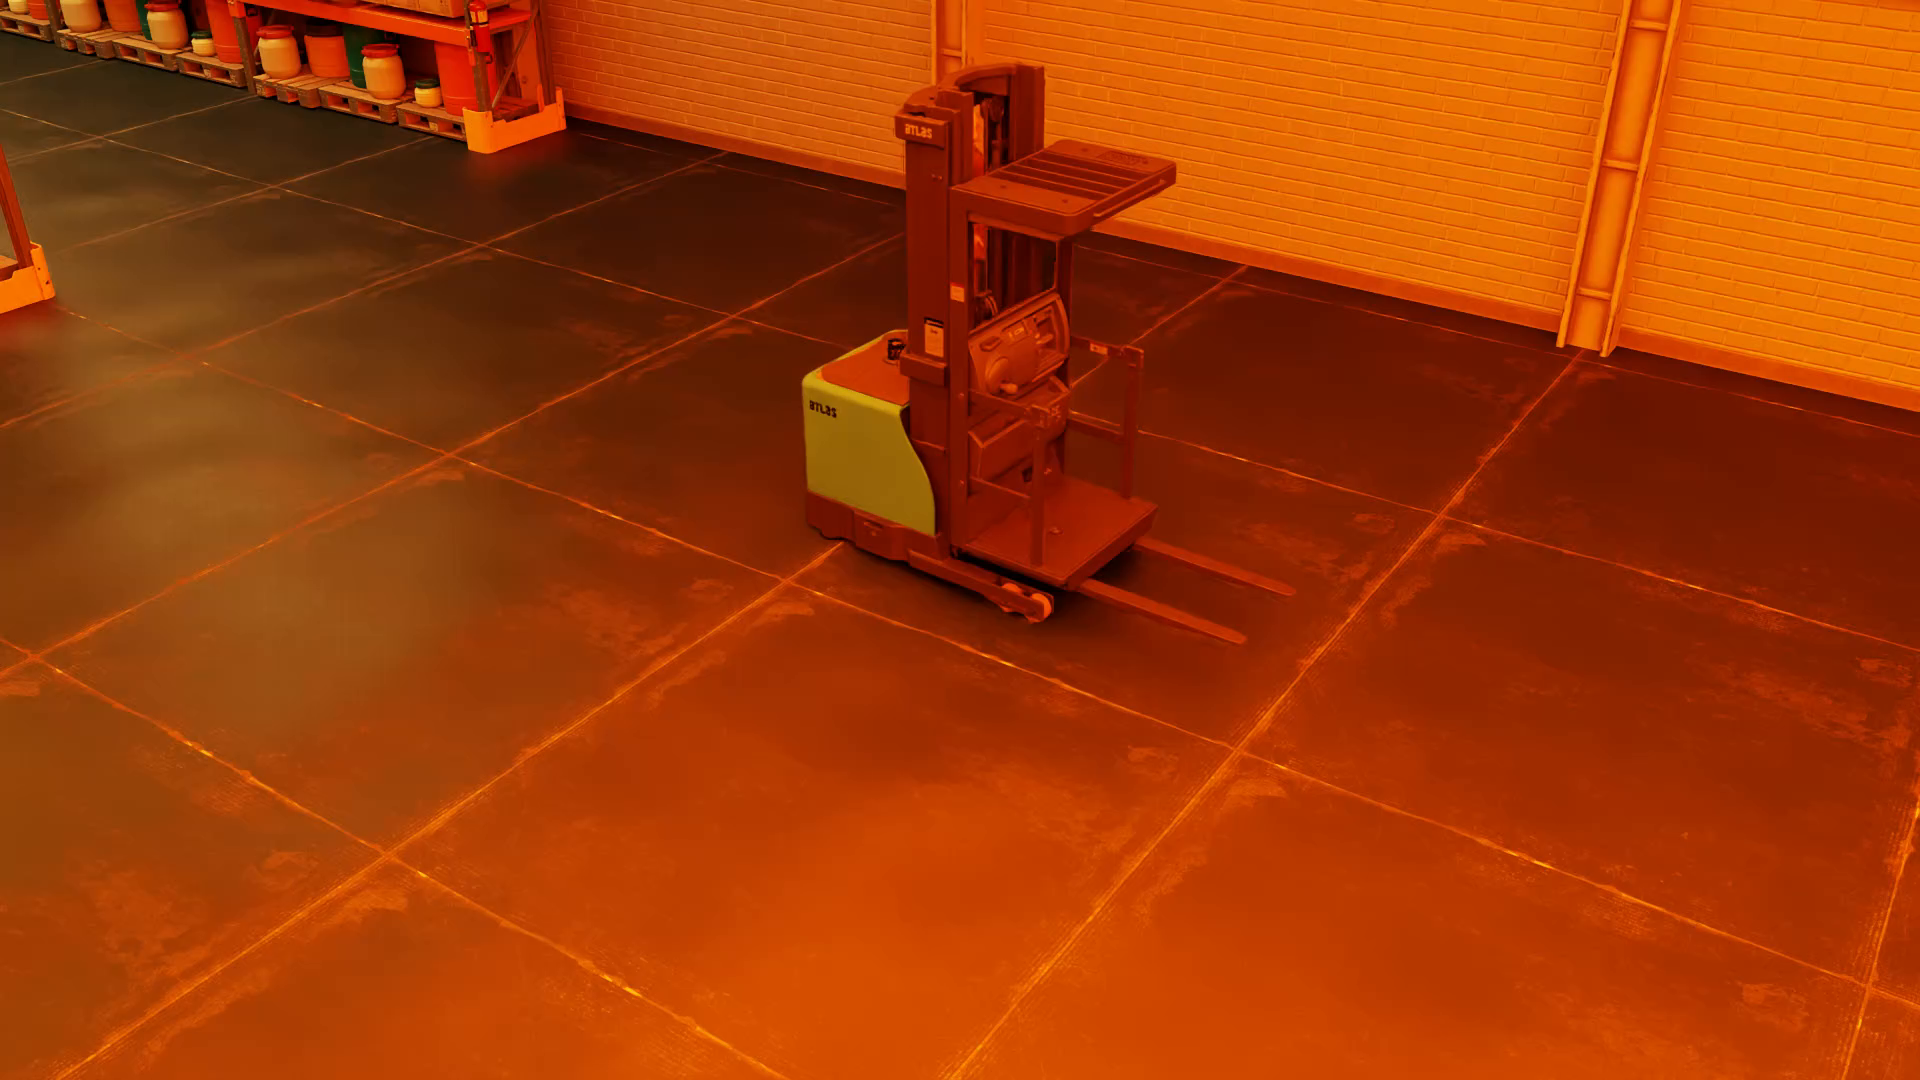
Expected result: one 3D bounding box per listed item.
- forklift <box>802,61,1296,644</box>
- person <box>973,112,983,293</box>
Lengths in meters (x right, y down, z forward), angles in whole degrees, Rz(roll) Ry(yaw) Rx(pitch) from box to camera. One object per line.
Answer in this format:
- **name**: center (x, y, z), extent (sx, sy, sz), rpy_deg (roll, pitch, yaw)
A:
- **forklift**: center (0.512, -1.091, 9.461), extent (3.031, 2.935, 1.130), rpy_deg (20, 36, 31)
- **person**: center (0.088, -2.464, 12.968), extent (0.385, 1.783, 0.572), rpy_deg (-4, 30, -7)
